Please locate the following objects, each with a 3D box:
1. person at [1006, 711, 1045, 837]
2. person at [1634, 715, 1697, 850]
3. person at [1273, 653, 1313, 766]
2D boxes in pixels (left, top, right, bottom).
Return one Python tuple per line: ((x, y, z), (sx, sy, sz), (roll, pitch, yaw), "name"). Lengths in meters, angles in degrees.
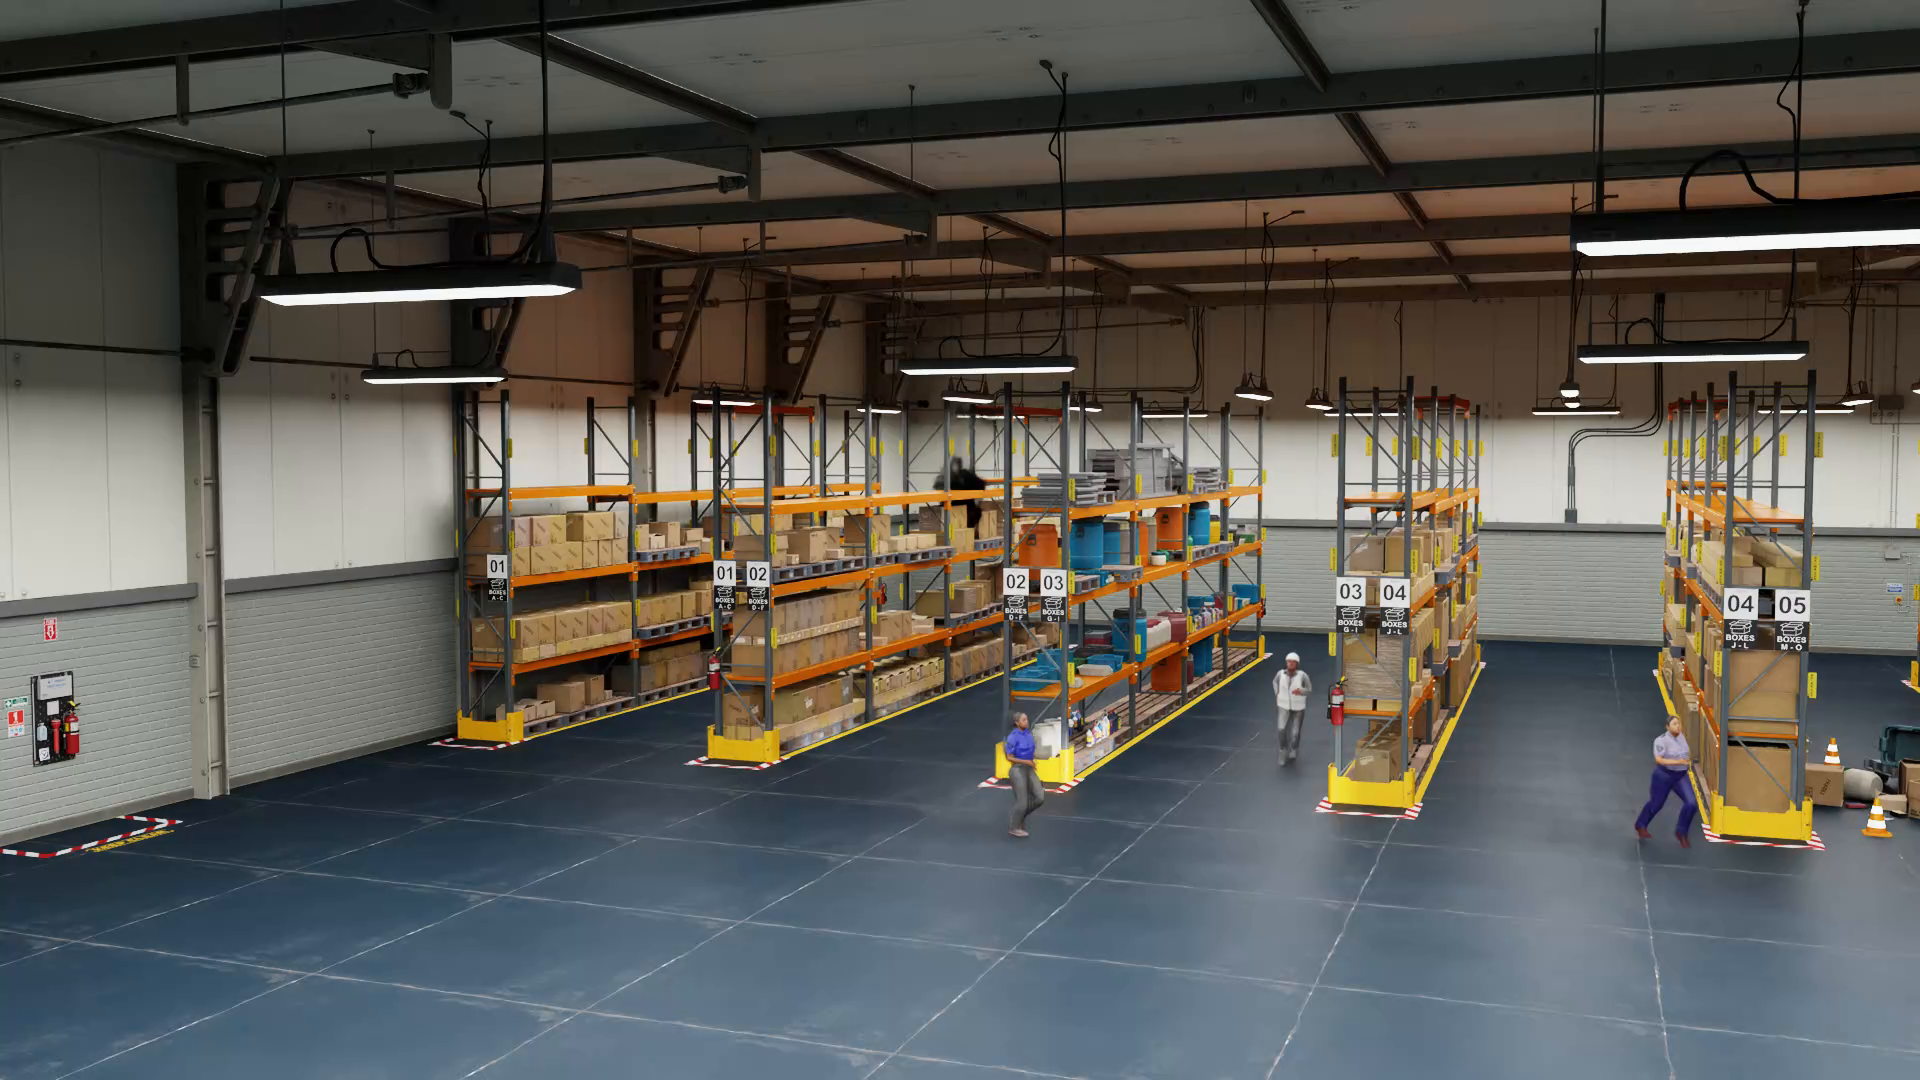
((0.862, 3.011, 21.368), (0.542, 1.611, 0.565), (3, 4, 42), "person")
((8.951, 3.035, 20.976), (0.611, 1.688, 0.871), (-1, 3, -16), "person")
((5.269, 2.677, 26.387), (0.634, 1.798, 0.785), (1, 3, 16), "person")
